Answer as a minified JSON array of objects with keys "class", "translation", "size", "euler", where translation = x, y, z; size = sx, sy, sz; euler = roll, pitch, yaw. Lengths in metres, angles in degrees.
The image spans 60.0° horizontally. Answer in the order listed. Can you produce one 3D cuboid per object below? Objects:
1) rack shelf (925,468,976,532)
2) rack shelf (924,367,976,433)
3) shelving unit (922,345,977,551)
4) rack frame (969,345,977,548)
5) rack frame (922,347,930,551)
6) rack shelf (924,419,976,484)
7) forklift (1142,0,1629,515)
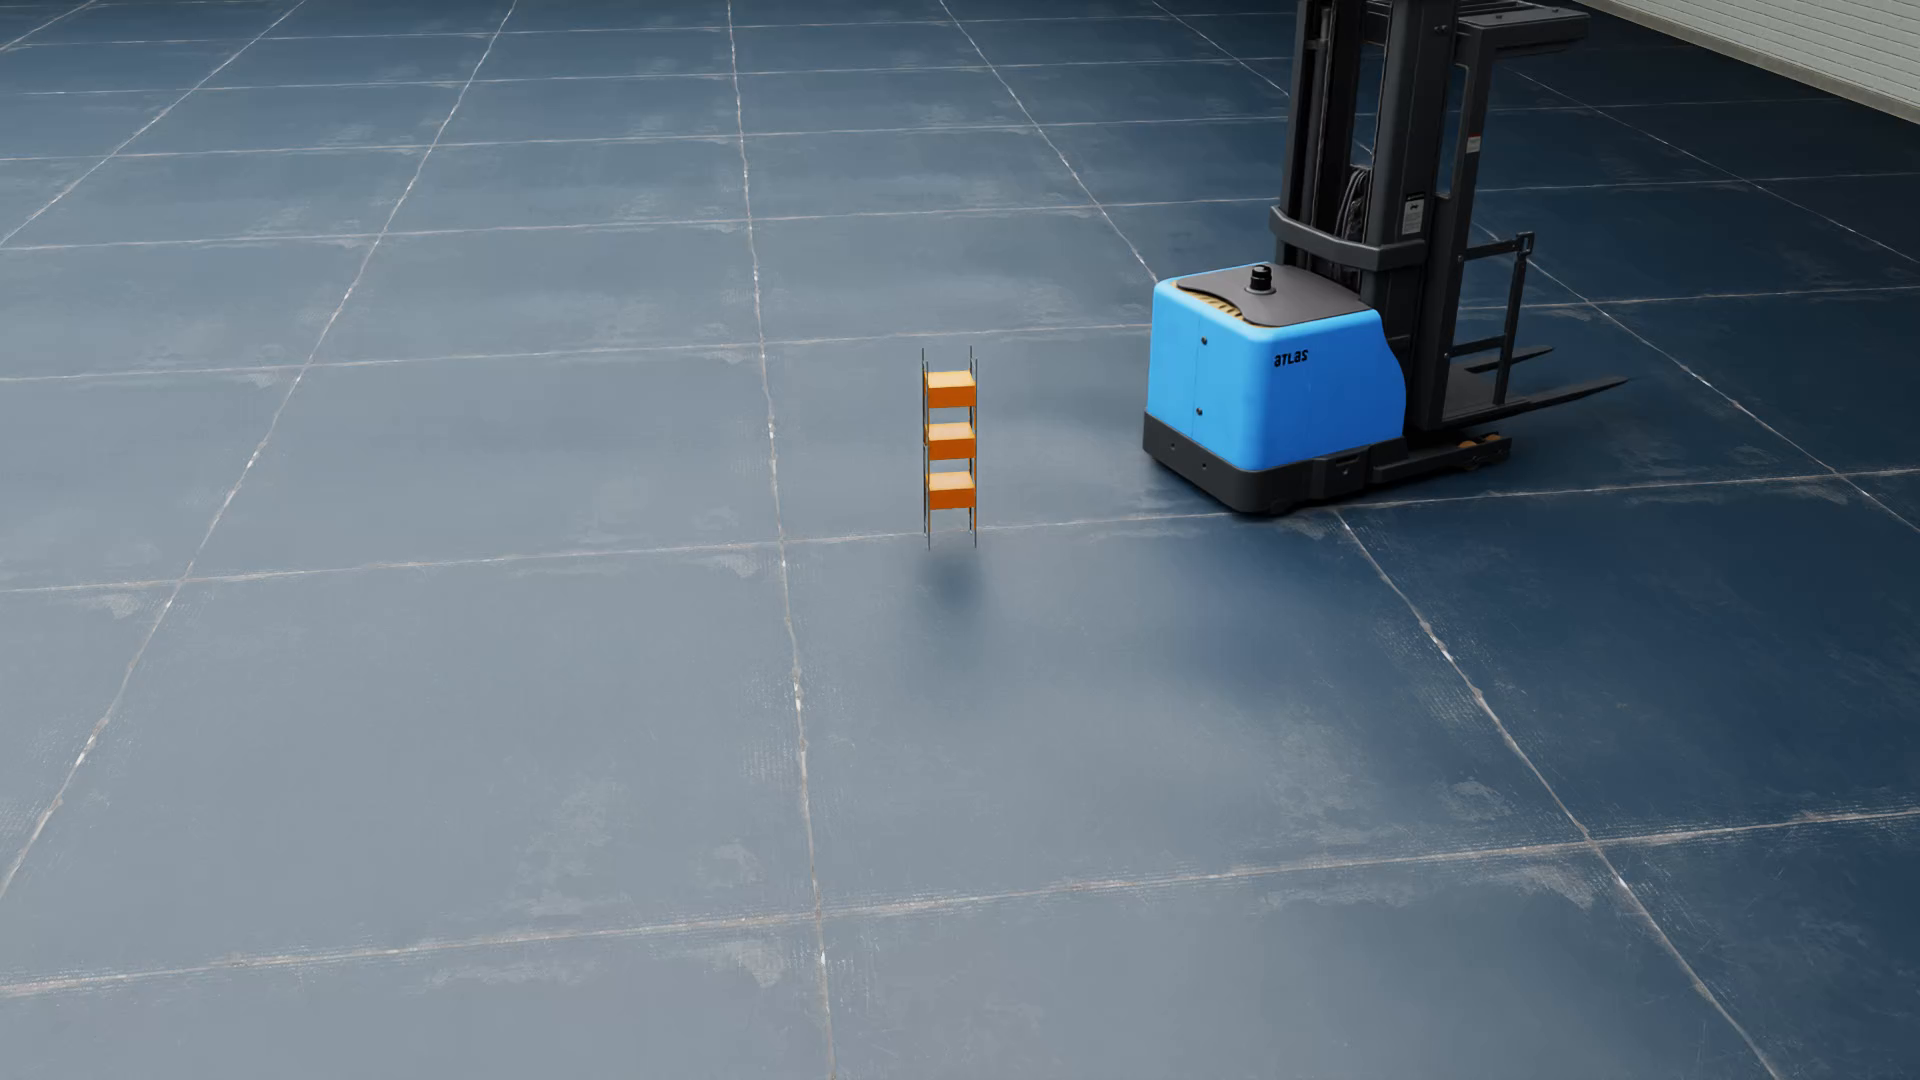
[{"class":"rack shelf","translation":[-0.053,-0.207,8.635],"size":[0.240,0.259,0.215],"euler":[-4,27,-7]},{"class":"rack shelf","translation":[-0.053,-0.707,8.379],"size":[0.240,0.259,0.215],"euler":[-4,27,-7]},{"class":"shelving unit","translation":[-0.053,-0.464,8.504],"size":[0.252,1.050,0.215],"euler":[-4,27,-7]},{"class":"rack frame","translation":[0.068,-0.471,8.519],"size":[0.008,1.050,0.200],"euler":[-4,27,-7]},{"class":"rack frame","translation":[-0.174,-0.456,8.489],"size":[0.008,1.050,0.200],"euler":[-4,27,-7]},{"class":"rack shelf","translation":[-0.053,-0.454,8.509],"size":[0.240,0.259,0.215],"euler":[-4,27,-7]},{"class":"forklift","translation":[2.603,-1.902,9.247],"size":[3.031,2.935,1.130],"euler":[-14,30,-25]}]
